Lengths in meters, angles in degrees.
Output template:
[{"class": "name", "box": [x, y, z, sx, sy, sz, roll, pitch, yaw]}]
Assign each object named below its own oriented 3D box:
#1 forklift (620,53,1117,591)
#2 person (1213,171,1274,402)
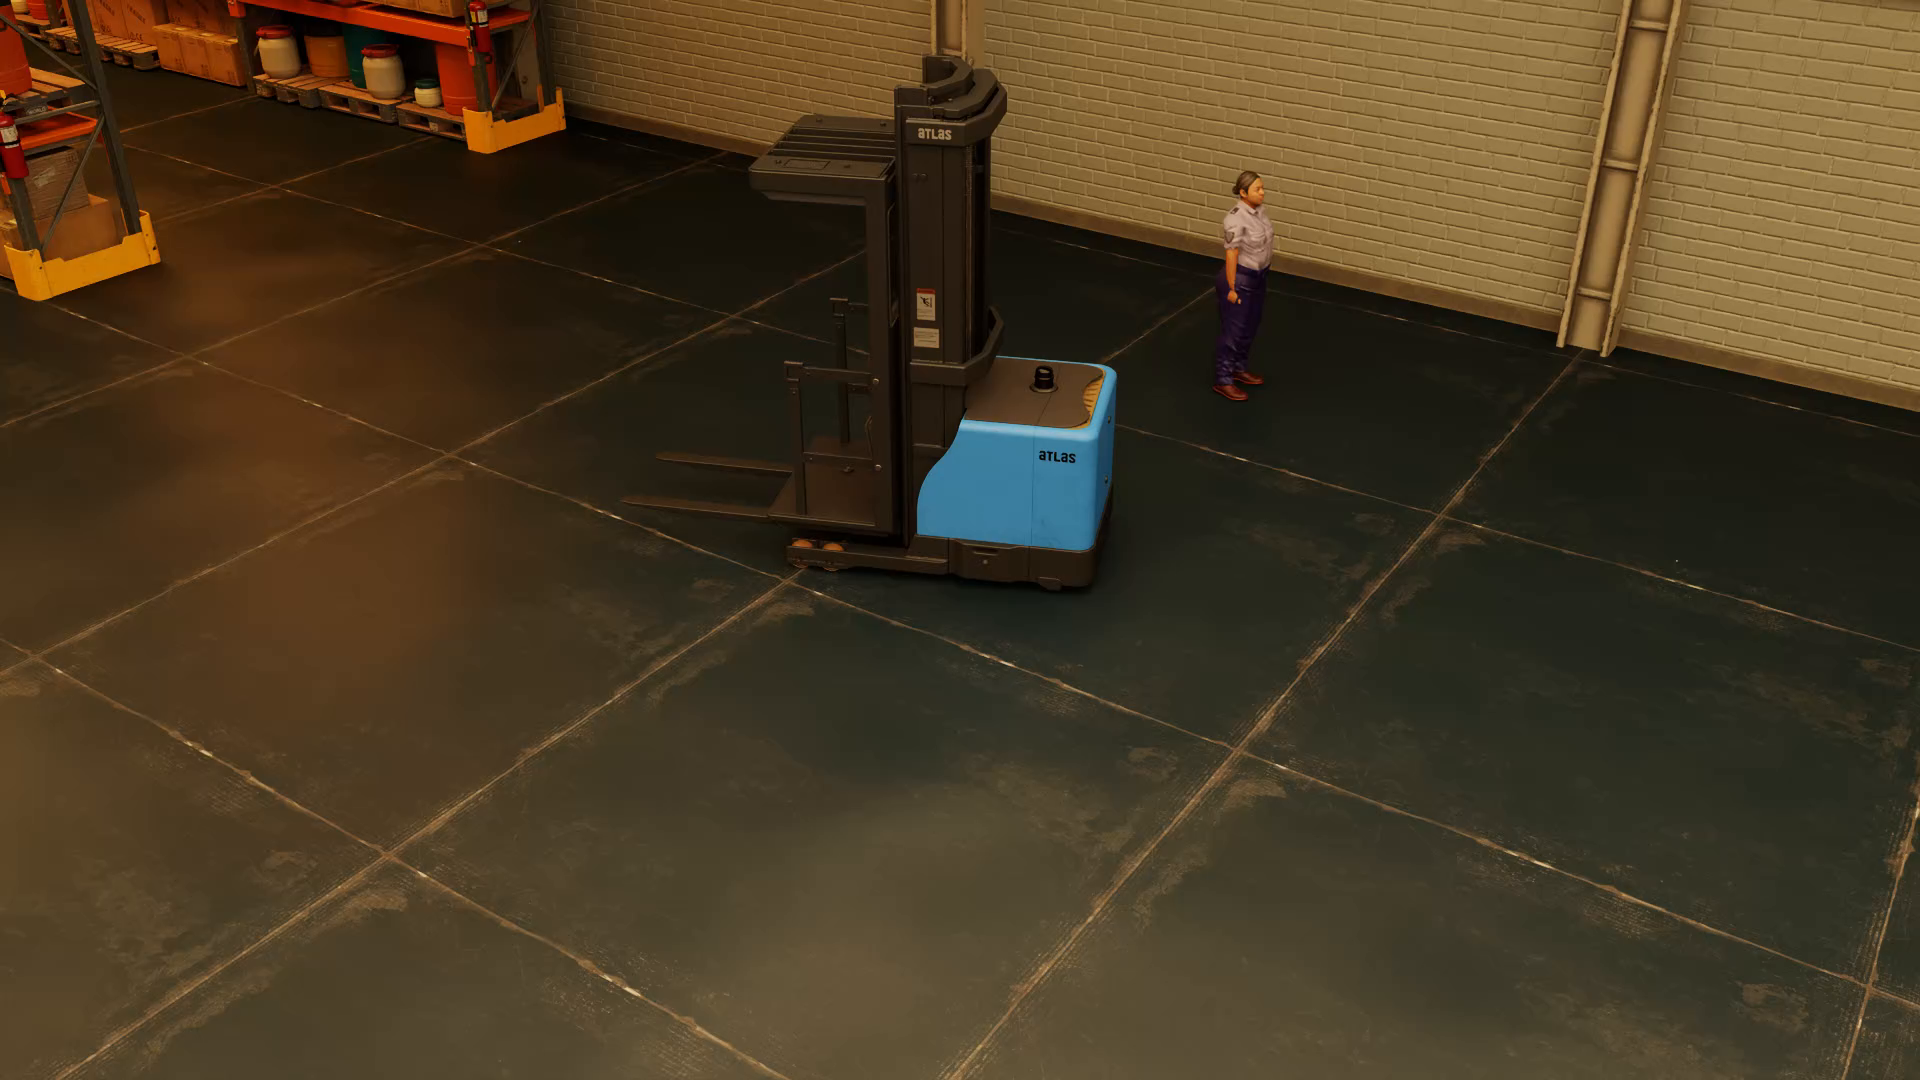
[{"class": "forklift", "box": [-0.596, -1.330, 9.871, 3.031, 2.935, 1.130, 6, 31, 10]}, {"class": "person", "box": [2.065, -1.862, 12.075, 0.364, 1.650, 0.476, 18, 34, 27]}]
